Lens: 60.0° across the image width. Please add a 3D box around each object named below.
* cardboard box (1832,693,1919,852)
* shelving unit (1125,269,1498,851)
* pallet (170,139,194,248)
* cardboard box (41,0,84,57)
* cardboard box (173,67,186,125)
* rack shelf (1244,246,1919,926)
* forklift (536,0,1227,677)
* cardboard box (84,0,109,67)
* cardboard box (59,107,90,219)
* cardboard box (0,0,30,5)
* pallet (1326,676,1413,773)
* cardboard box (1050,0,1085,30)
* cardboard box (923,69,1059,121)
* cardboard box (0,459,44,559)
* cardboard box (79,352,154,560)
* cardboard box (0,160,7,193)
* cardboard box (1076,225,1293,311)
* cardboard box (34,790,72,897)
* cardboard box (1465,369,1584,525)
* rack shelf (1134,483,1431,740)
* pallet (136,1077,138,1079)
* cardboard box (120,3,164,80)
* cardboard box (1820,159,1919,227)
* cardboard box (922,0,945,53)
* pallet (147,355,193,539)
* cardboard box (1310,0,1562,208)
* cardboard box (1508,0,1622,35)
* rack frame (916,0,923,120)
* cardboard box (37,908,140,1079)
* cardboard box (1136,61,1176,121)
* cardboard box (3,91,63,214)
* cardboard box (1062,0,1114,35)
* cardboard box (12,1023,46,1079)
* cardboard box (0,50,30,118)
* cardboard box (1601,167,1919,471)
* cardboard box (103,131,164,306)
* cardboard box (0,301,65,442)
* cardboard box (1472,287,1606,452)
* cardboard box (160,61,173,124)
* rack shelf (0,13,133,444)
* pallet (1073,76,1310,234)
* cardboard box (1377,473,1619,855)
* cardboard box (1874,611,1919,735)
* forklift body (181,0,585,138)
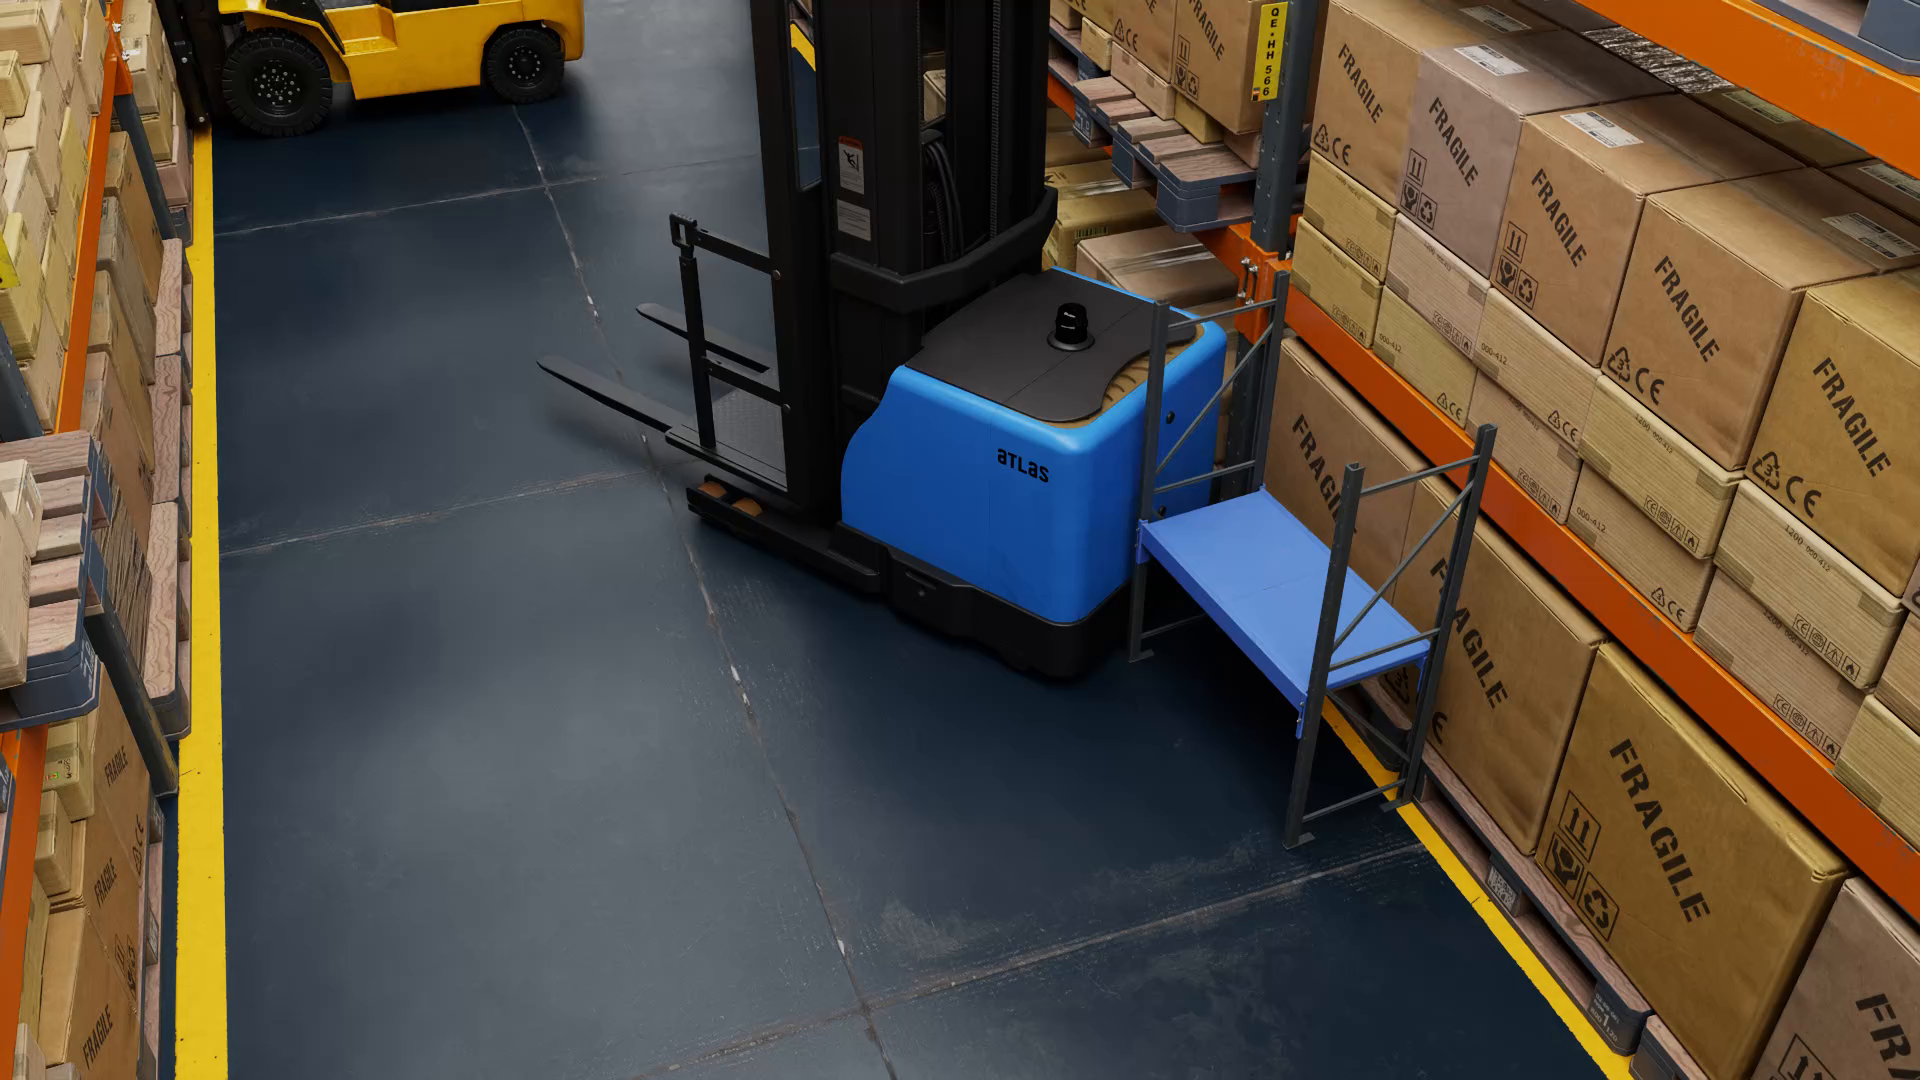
[{"bbox_3d":[2.344,0.531,3.676,0.500,0.250,0.500,-13,39,-17],"label":"cardboard box"},{"bbox_3d":[1.063,0.063,5.420,0.538,1.500,1.048,-16,40,-20],"label":"shelving unit"},{"bbox_3d":[-4.737,-1.873,9.061,1.003,0.211,1.213,-12,39,-16],"label":"pallet"},{"bbox_3d":[-3.910,-2.155,6.827,0.500,0.250,0.500,-13,39,-17],"label":"cardboard box"},{"bbox_3d":[-4.739,-2.511,9.527,0.500,0.250,0.500,-12,39,-15],"label":"cardboard box"},{"bbox_3d":[2.221,0.118,4.698,1.077,0.370,4.000,-12,39,-16],"label":"rack shelf"},{"bbox_3d":[-0.496,-1.400,6.172,3.031,2.935,1.130,25,44,29],"label":"forklift"},{"bbox_3d":[-4.084,-2.239,7.354,0.500,0.250,0.500,-12,39,-15],"label":"cardboard box"},{"bbox_3d":[-3.579,-1.379,6.212,0.500,0.250,0.500,-11,38,-14],"label":"cardboard box"},{"bbox_3d":[-3.709,-1.965,6.244,0.380,0.149,0.250,-12,39,-16],"label":"cardboard box"},{"bbox_3d":[1.733,0.276,6.209,1.003,0.211,1.213,-12,39,-16],"label":"pallet"},{"bbox_3d":[0.592,-2.362,7.252,0.380,0.149,0.250,-14,39,-17],"label":"cardboard box"},{"bbox_3d":[0.339,-2.381,9.253,0.950,0.372,0.625,-12,39,-15],"label":"cardboard box"},{"bbox_3d":[-2.540,-0.045,4.177,0.380,0.149,0.250,-12,39,-15],"label":"cardboard box"},{"bbox_3d":[-3.560,-0.211,6.162,0.875,0.625,0.625,-11,38,-14],"label":"cardboard box"},{"bbox_3d":[-3.165,-1.100,5.095,0.380,0.149,0.250,-11,38,-15],"label":"cardboard box"},{"bbox_3d":[1.086,-1.154,7.624,0.950,0.372,0.625,-13,39,-17],"label":"cardboard box"},{"bbox_3d":[-2.546,0.834,4.339,0.380,0.149,0.250,-14,39,-17],"label":"cardboard box"},{"bbox_3d":[1.833,-0.327,4.815,0.500,0.250,0.500,-11,38,-14],"label":"cardboard box"},{"bbox_3d":[1.063,0.206,5.528,0.538,0.185,1.000,-16,40,-20],"label":"rack shelf"},{"bbox_3d":[-2.489,1.962,3.970,1.003,0.211,1.213,-12,39,-16],"label":"pallet"},{"bbox_3d":[-4.541,-2.627,8.850,0.500,0.250,0.500,-12,39,-16],"label":"cardboard box"},{"bbox_3d":[2.473,-0.643,4.197,0.500,0.500,0.500,-13,39,-17],"label":"cardboard box"},{"bbox_3d":[-0.299,-3.206,9.827,0.500,0.500,0.500,-13,39,-17],"label":"cardboard box"},{"bbox_3d":[-3.789,-0.317,6.995,1.003,0.211,1.213,-12,39,-16],"label":"pallet"},{"bbox_3d":[1.473,-1.409,5.214,0.500,0.500,0.500,-14,39,-17],"label":"cardboard box"},{"bbox_3d":[1.956,-1.501,5.335,0.500,0.500,0.500,-13,39,-17],"label":"cardboard box"},{"bbox_3d":[0.156,-3.559,8.982,1.000,3.000,0.127,-12,39,-16],"label":"rack frame"},{"bbox_3d":[-2.434,1.336,4.212,0.500,0.500,0.500,-11,38,-14],"label":"cardboard box"},{"bbox_3d":[0.910,-1.773,6.470,0.380,0.149,0.250,-13,39,-16],"label":"cardboard box"},{"bbox_3d":[-3.384,-1.293,5.683,0.500,0.250,0.500,-13,39,-17],"label":"cardboard box"},{"bbox_3d":[0.752,-2.400,6.763,0.500,0.500,0.500,-15,40,-19],"label":"cardboard box"},{"bbox_3d":[-2.289,1.284,3.742,0.380,0.149,0.250,-14,39,-18],"label":"cardboard box"},{"bbox_3d":[-3.413,-1.536,5.674,0.380,0.149,0.250,-12,39,-15],"label":"cardboard box"},{"bbox_3d":[1.987,-0.550,4.073,0.500,0.500,0.500,-12,39,-15],"label":"cardboard box"},{"bbox_3d":[-4.313,-1.456,7.814,0.875,0.625,0.625,-11,38,-14],"label":"cardboard box"},{"bbox_3d":[-3.050,-0.511,5.060,0.500,0.250,0.500,-12,39,-16],"label":"cardboard box"},{"bbox_3d":[1.812,-0.525,4.663,0.500,0.250,0.500,-13,39,-16],"label":"cardboard box"},{"bbox_3d":[-4.555,-2.419,8.990,0.500,0.250,0.500,-13,39,-16],"label":"cardboard box"},{"bbox_3d":[-3.815,-1.112,6.331,1.077,0.370,4.000,-12,39,-16],"label":"rack shelf"},{"bbox_3d":[1.188,-1.603,6.545,1.213,0.211,1.003,-12,39,-16],"label":"pallet"},{"bbox_3d":[1.996,0.294,5.284,0.875,0.875,0.875,-12,39,-15],"label":"cardboard box"},{"bbox_3d":[2.350,0.341,3.513,0.500,0.250,0.500,-12,38,-15],"label":"cardboard box"},{"bbox_3d":[-3.514,-3.756,9.949,2.313,2.155,1.214,-12,39,-16],"label":"forklift body"}]
